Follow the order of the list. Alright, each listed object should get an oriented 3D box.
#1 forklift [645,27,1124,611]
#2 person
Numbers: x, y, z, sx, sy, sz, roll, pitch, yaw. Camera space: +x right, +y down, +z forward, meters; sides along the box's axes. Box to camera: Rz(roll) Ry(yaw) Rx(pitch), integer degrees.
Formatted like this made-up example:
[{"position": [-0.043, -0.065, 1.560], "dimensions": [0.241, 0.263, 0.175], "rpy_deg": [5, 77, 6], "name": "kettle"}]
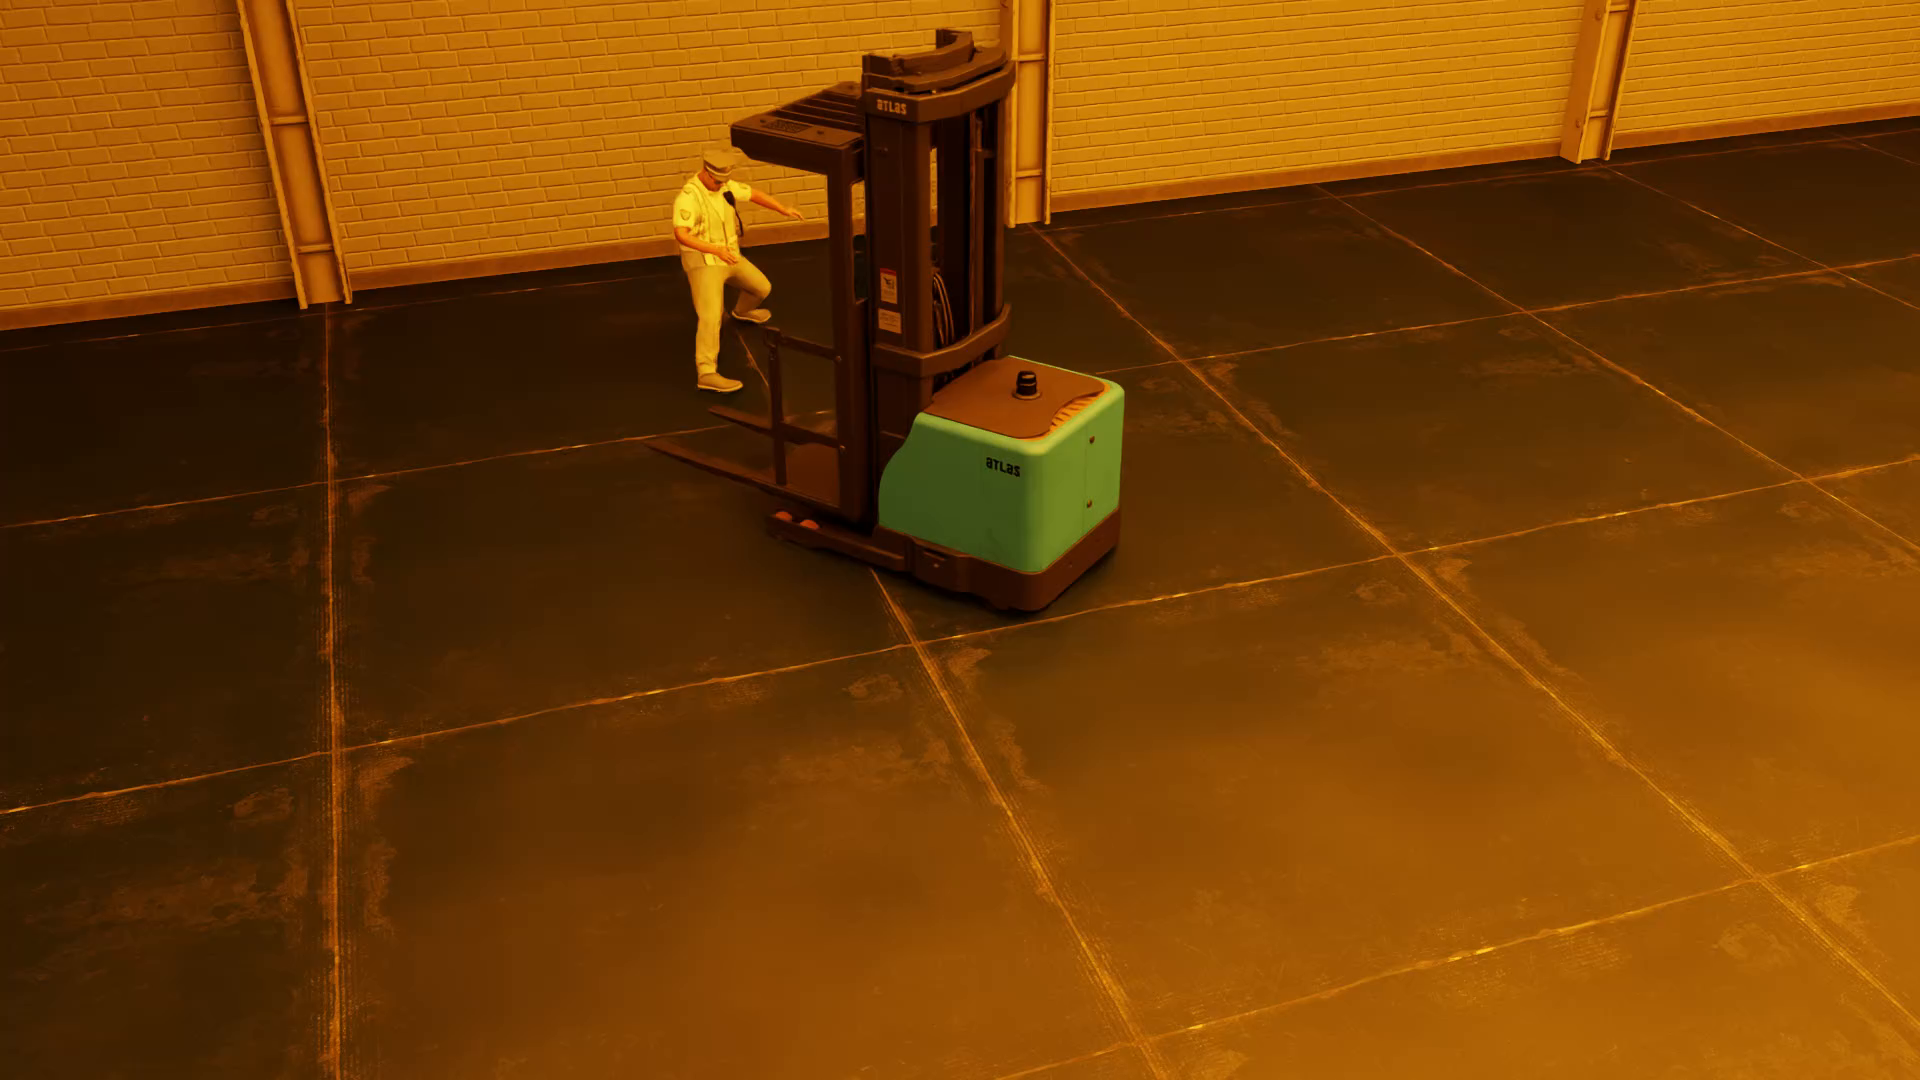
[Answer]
[{"position": [-0.569, -1.424, 9.562], "dimensions": [3.031, 2.935, 1.130], "rpy_deg": [18, 34, 28], "name": "forklift"}, {"position": [-15961.600, -23636.076, 41087.812], "dimensions": [79419.096, 2.680, 60785.629], "rpy_deg": [19, 35, 29], "name": "person"}]
